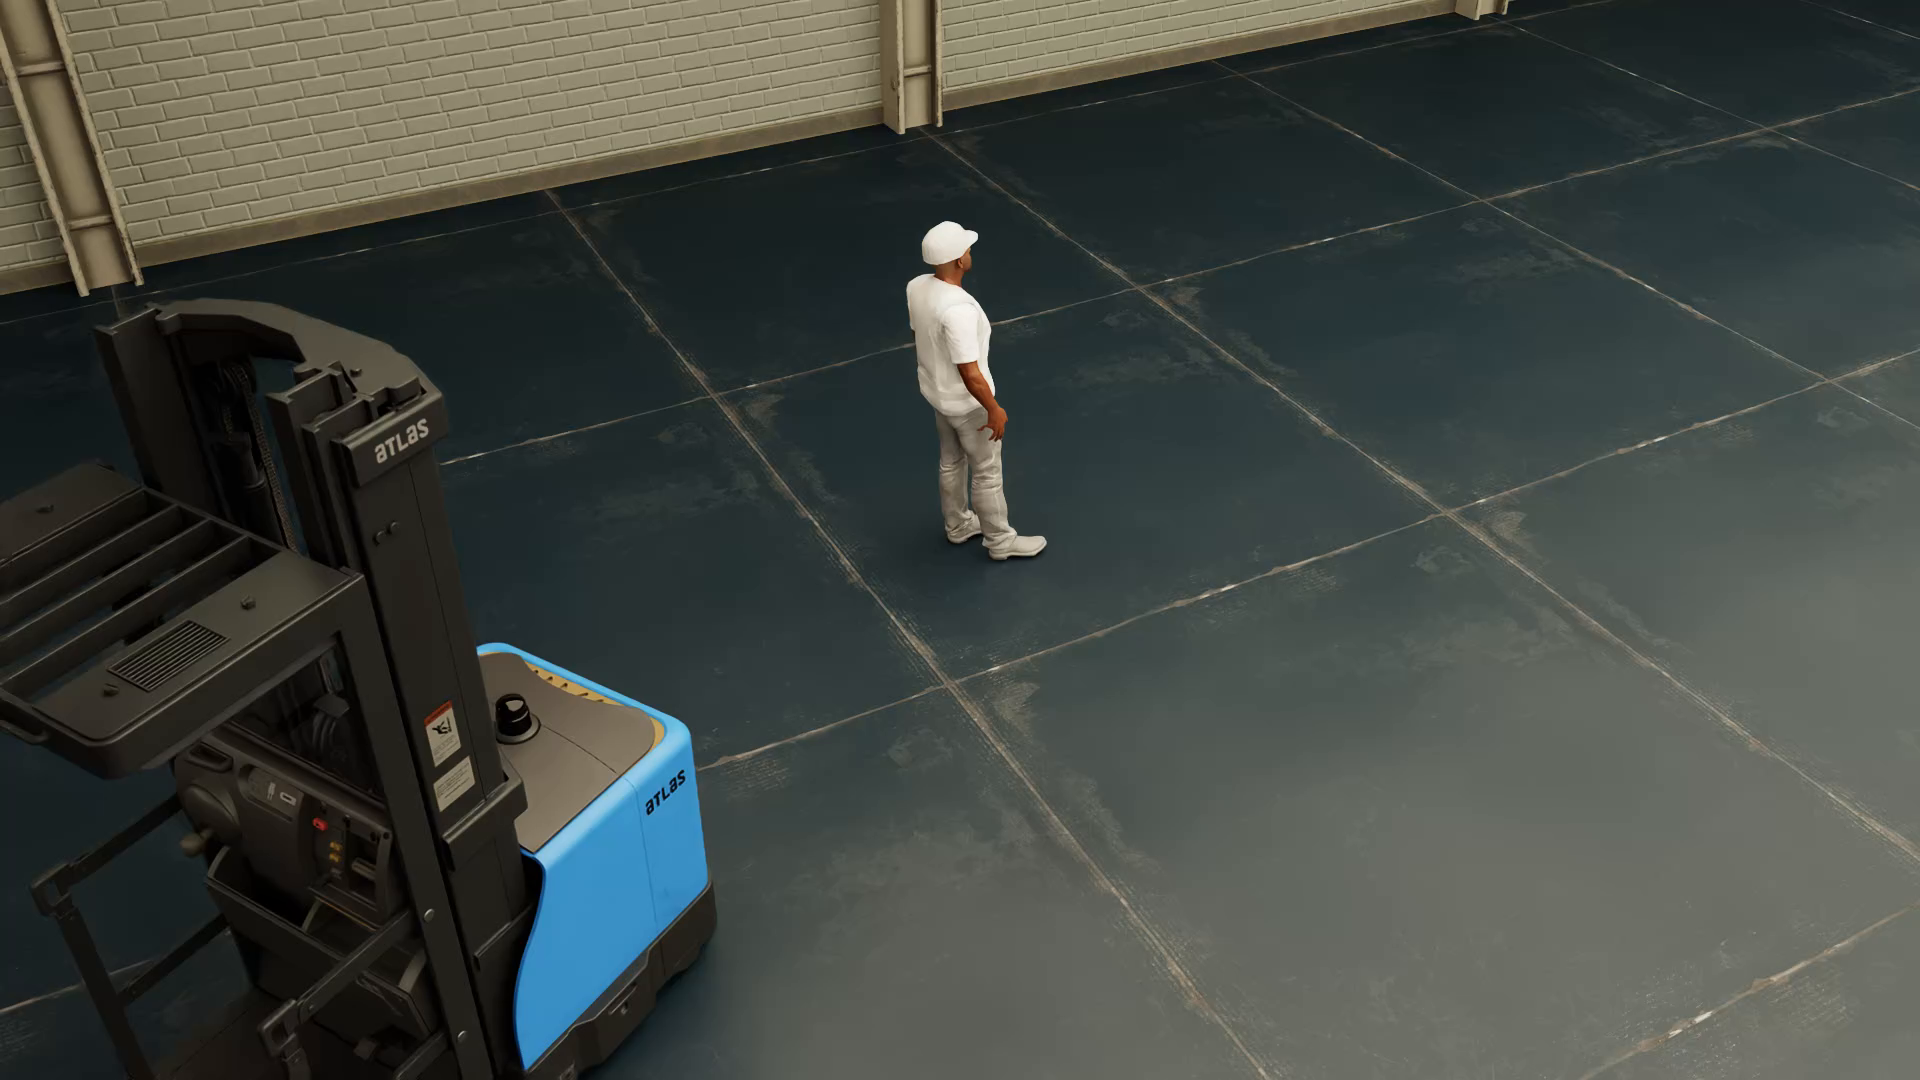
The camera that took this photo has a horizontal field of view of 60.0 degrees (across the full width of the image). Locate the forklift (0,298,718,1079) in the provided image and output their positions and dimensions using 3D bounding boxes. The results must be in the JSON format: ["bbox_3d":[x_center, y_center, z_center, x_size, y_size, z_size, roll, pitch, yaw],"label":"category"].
[{"bbox_3d":[-2.135,0.915,4.828,1.130,2.935,3.031,19,40,25],"label":"forklift"}]

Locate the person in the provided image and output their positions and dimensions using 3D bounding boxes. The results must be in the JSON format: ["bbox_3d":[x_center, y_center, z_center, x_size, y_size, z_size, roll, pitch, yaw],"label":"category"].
[{"bbox_3d":[0.065,-0.743,8.171,0.575,1.768,0.665,-17,39,-23],"label":"person"}]
